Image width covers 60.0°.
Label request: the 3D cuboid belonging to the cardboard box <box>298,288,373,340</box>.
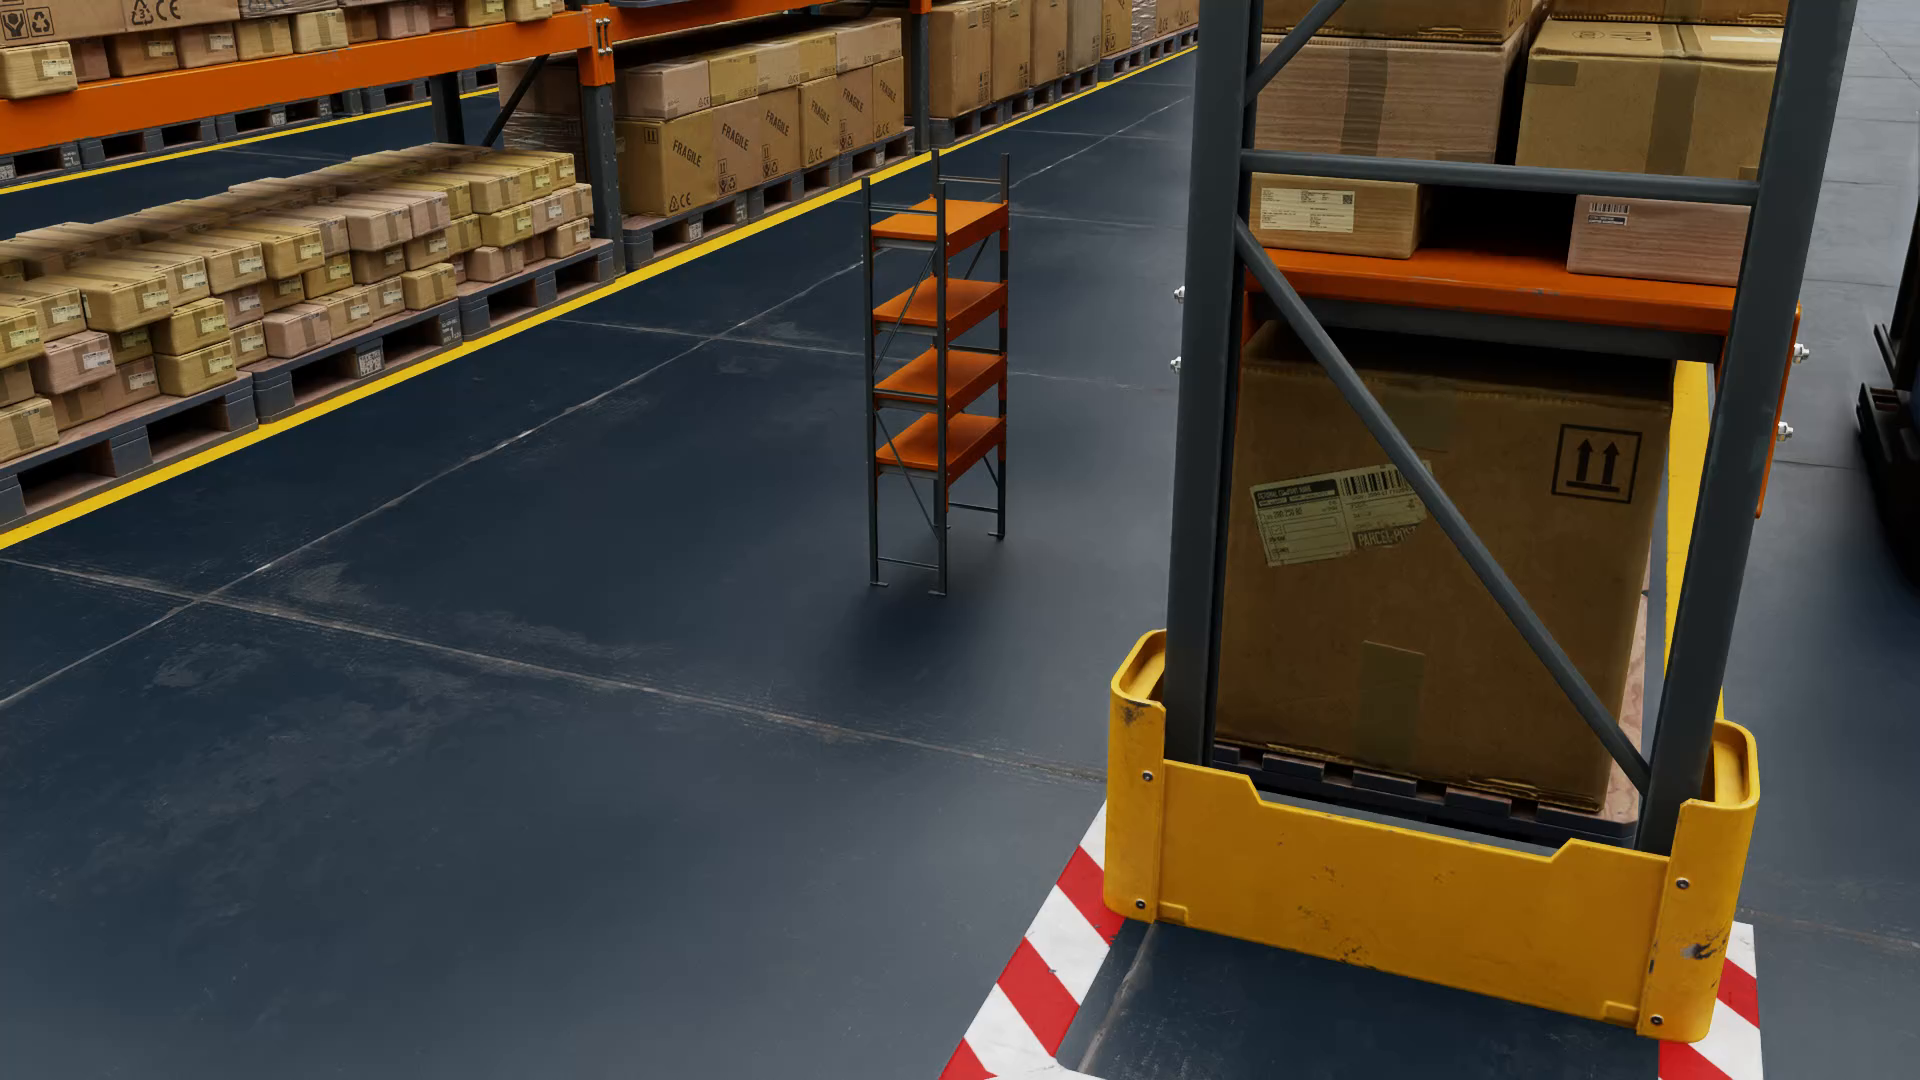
[{"bbox_3d":[-2.621,-0.930,6.739,0.380,0.149,0.250,9,24,20],"label":"cardboard box"}]

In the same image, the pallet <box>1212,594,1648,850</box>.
[{"bbox_3d":[1.117,0.381,4.064,1.003,0.211,1.213,9,24,20],"label":"pallet"}]

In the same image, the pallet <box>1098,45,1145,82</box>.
[{"bbox_3d":[1.138,-4.623,16.044,1.003,0.211,1.213,9,24,20],"label":"pallet"}]

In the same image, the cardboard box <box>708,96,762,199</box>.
[{"bbox_3d":[-1.473,-2.242,9.425,0.500,0.500,0.500,10,25,22],"label":"cardboard box"}]

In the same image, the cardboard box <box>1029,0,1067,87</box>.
[{"bbox_3d":[0.274,-4.225,13.847,1.050,0.750,0.750,9,24,20],"label":"cardboard box"}]

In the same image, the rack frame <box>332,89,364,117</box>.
[{"bbox_3d":[-5.336,-4.890,13.065,1.000,3.000,0.127,9,24,20],"label":"rack frame"}]

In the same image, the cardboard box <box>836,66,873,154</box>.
[{"bbox_3d":[-0.901,-2.800,10.759,0.500,0.500,0.500,10,25,22],"label":"cardboard box"}]

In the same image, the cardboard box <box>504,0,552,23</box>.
[{"bbox_3d":[-2.072,-2.427,7.493,0.380,0.149,0.250,8,24,19],"label":"cardboard box"}]

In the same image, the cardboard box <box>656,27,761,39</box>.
[{"bbox_3d":[-1.568,-3.035,10.349,0.500,0.250,0.500,9,24,20],"label":"cardboard box"}]

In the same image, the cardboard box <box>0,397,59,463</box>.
[{"bbox_3d":[-3.183,-0.375,5.409,0.380,0.149,0.250,9,24,21],"label":"cardboard box"}]

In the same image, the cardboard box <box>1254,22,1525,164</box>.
[{"bbox_3d":[0.827,-0.888,3.292,0.500,0.250,0.500,8,24,19],"label":"cardboard box"}]

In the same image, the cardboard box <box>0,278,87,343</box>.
[{"bbox_3d":[-3.174,-0.762,5.565,0.380,0.149,0.250,9,24,21],"label":"cardboard box"}]

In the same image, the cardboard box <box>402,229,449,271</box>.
[{"bbox_3d":[-2.443,-1.277,7.182,0.380,0.149,0.250,9,24,21],"label":"cardboard box"}]

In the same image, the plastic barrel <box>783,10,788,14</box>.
[{"bbox_3d":[-1.726,-5.608,18.127,0.421,0.421,0.512,-12,25,-26],"label":"plastic barrel"}]

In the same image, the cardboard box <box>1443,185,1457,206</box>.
[{"bbox_3d":[0.909,-0.850,3.720,0.380,0.149,0.250,9,24,20],"label":"cardboard box"}]

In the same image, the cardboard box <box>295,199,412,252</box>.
[{"bbox_3d":[-2.495,-1.297,6.845,0.380,0.149,0.250,8,24,18],"label":"cardboard box"}]

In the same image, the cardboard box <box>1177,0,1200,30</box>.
[{"bbox_3d":[2.078,-6.041,18.034,0.875,0.875,0.875,9,24,20],"label":"cardboard box"}]

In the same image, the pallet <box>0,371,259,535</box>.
[{"bbox_3d":[-3.312,-0.381,5.888,1.003,0.211,1.213,9,24,20],"label":"pallet"}]

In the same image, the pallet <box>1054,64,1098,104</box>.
[{"bbox_3d":[0.566,-4.075,14.732,1.003,0.211,1.213,9,24,20],"label":"pallet"}]

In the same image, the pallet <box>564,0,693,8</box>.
[{"bbox_3d":[-1.770,-2.950,8.670,1.003,0.211,1.213,9,24,20],"label":"pallet"}]

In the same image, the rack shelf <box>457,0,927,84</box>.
[{"bbox_3d":[-1.446,-3.170,9.880,1.077,0.370,4.000,9,24,20],"label":"rack shelf"}]

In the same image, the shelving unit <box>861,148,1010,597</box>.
[{"bbox_3d":[-0.061,-0.494,4.877,0.258,1.200,0.503,9,24,20],"label":"shelving unit"}]

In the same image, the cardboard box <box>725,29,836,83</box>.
[{"bbox_3d":[-1.094,-2.960,10.169,0.500,0.250,0.500,9,24,21],"label":"cardboard box"}]

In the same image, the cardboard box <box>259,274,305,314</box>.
[{"bbox_3d":[-2.810,-0.999,6.518,0.380,0.149,0.250,10,25,23],"label":"cardboard box"}]

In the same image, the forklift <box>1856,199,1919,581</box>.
[{"bbox_3d":[3.787,-1.597,5.271,1.130,2.935,3.031,9,24,21],"label":"forklift"}]

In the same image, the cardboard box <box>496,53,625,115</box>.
[{"bbox_3d":[-2.147,-2.475,9.009,0.500,0.250,0.500,8,24,19],"label":"cardboard box"}]

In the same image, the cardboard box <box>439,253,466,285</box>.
[{"bbox_3d":[-2.441,-1.214,7.417,0.380,0.149,0.250,8,24,19],"label":"cardboard box"}]

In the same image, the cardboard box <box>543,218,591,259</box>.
[{"bbox_3d":[-2.018,-1.475,8.044,0.380,0.149,0.250,9,24,21],"label":"cardboard box"}]

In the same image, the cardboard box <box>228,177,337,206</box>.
[{"bbox_3d":[-2.961,-1.482,7.287,0.380,0.149,0.250,9,24,21],"label":"cardboard box"}]

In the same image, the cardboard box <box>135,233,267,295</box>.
[{"bbox_3d":[-2.834,-1.032,6.212,0.380,0.149,0.250,10,25,22],"label":"cardboard box"}]

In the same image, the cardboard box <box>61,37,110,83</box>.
[{"bbox_3d":[-3.075,-1.606,5.528,0.380,0.149,0.250,10,25,23],"label":"cardboard box"}]

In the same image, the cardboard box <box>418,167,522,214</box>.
[{"bbox_3d":[-2.223,-1.587,7.540,0.380,0.149,0.250,9,24,20],"label":"cardboard box"}]

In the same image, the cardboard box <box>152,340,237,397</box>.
[{"bbox_3d":[-2.879,-0.646,6.058,0.380,0.149,0.250,9,24,21],"label":"cardboard box"}]

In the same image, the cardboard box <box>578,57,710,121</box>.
[{"bbox_3d":[-1.669,-2.399,8.827,0.500,0.250,0.500,8,24,18],"label":"cardboard box"}]

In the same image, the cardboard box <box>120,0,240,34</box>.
[{"bbox_3d":[-2.882,-2.028,5.697,0.500,0.500,0.500,9,24,21],"label":"cardboard box"}]

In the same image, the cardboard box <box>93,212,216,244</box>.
[{"bbox_3d":[-3.184,-1.192,6.594,0.380,0.149,0.250,8,24,18],"label":"cardboard box"}]

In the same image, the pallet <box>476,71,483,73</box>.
[{"bbox_3d":[-4.138,-4.756,16.362,1.003,0.211,1.213,9,24,20],"label":"pallet"}]

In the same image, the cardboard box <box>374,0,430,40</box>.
[{"bbox_3d":[-2.418,-2.149,6.830,0.380,0.149,0.250,8,24,18],"label":"cardboard box"}]

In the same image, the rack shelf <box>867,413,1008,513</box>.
[{"bbox_3d":[-0.061,-0.249,4.979,0.258,0.148,0.480,9,24,20],"label":"rack shelf"}]

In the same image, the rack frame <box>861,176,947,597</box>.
[{"bbox_3d":[-0.152,-0.407,4.668,0.240,1.200,0.015,9,24,20],"label":"rack frame"}]

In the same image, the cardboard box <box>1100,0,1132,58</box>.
[{"bbox_3d":[1.081,-5.077,15.725,0.875,0.875,0.875,9,24,21],"label":"cardboard box"}]

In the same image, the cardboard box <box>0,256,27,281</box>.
[{"bbox_3d":[-3.588,-0.926,5.956,0.380,0.149,0.250,8,24,19],"label":"cardboard box"}]

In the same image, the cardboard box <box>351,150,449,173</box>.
[{"bbox_3d":[-2.666,-1.755,7.942,0.380,0.149,0.250,10,25,23],"label":"cardboard box"}]

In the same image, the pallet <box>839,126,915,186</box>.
[{"bbox_3d":[-0.995,-2.651,11.323,1.003,0.211,1.213,9,24,20],"label":"pallet"}]

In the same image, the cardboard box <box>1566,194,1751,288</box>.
[{"bbox_3d":[1.331,-0.572,3.054,0.380,0.149,0.250,9,24,21],"label":"cardboard box"}]

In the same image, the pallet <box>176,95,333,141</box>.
[{"bbox_3d":[-5.699,-3.332,12.953,1.003,0.211,1.213,9,24,20],"label":"pallet"}]

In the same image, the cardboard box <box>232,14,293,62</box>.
[{"bbox_3d":[-2.718,-1.873,6.169,0.380,0.149,0.250,10,25,22],"label":"cardboard box"}]

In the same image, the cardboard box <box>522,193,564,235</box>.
[{"bbox_3d":[-2.100,-1.545,7.824,0.380,0.149,0.250,8,24,18],"label":"cardboard box"}]

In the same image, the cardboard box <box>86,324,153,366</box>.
[{"bbox_3d":[-3.079,-0.711,5.829,0.380,0.149,0.250,9,24,21],"label":"cardboard box"}]

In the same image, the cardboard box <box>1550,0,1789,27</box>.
[{"bbox_3d":[1.508,-1.334,3.389,0.500,0.500,0.500,8,24,19],"label":"cardboard box"}]
